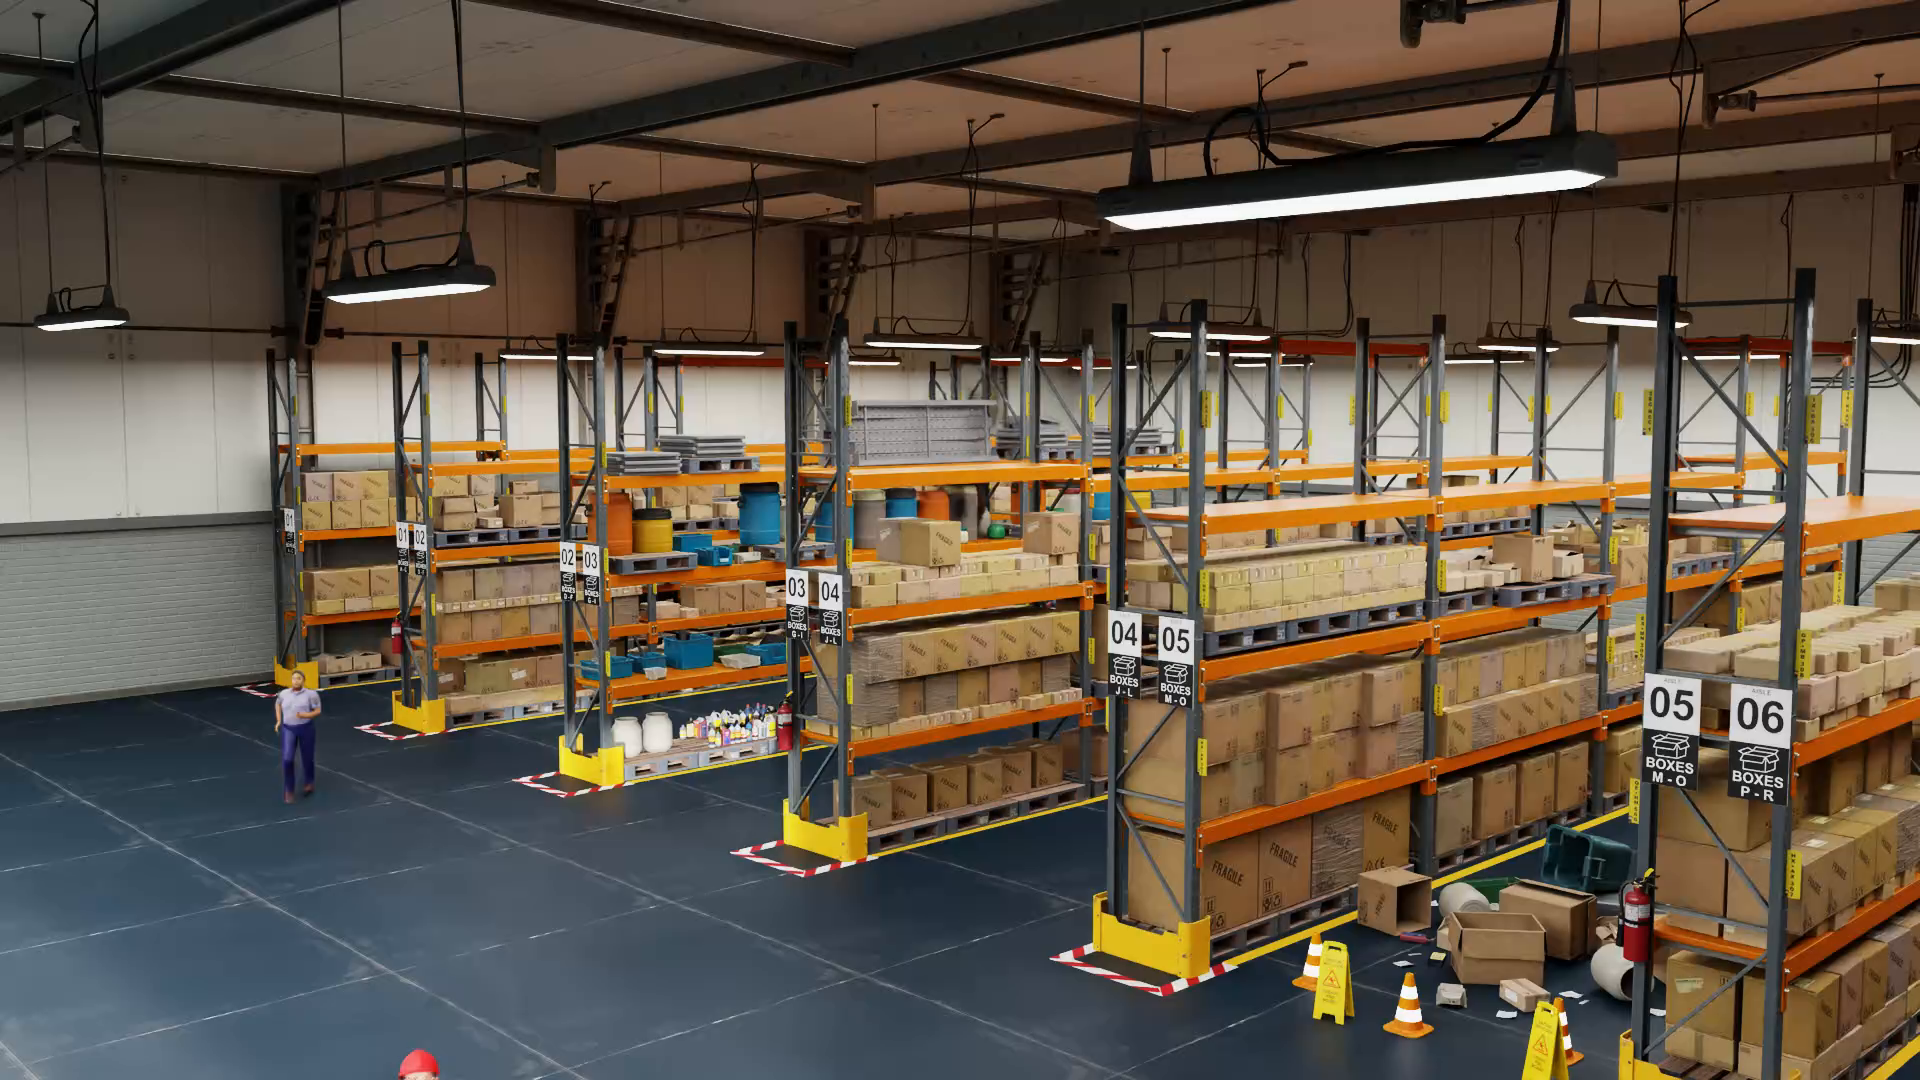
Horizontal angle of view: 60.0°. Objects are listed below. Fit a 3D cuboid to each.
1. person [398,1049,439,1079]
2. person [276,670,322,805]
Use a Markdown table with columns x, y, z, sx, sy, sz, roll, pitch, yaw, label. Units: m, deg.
| x | y | z | sx | sy | sz | roll | pitch | yaw | label |
| --- | --- | --- | --- | --- | --- | --- | --- | --- | --- |
| -2.768 | 3.532 | 8.619 | 0.641 | 1.746 | 0.601 | -1 | 5 | -13 | person |
| -8.475 | 2.510 | 21.317 | 0.580 | 1.708 | 0.737 | -1 | 5 | -16 | person |
